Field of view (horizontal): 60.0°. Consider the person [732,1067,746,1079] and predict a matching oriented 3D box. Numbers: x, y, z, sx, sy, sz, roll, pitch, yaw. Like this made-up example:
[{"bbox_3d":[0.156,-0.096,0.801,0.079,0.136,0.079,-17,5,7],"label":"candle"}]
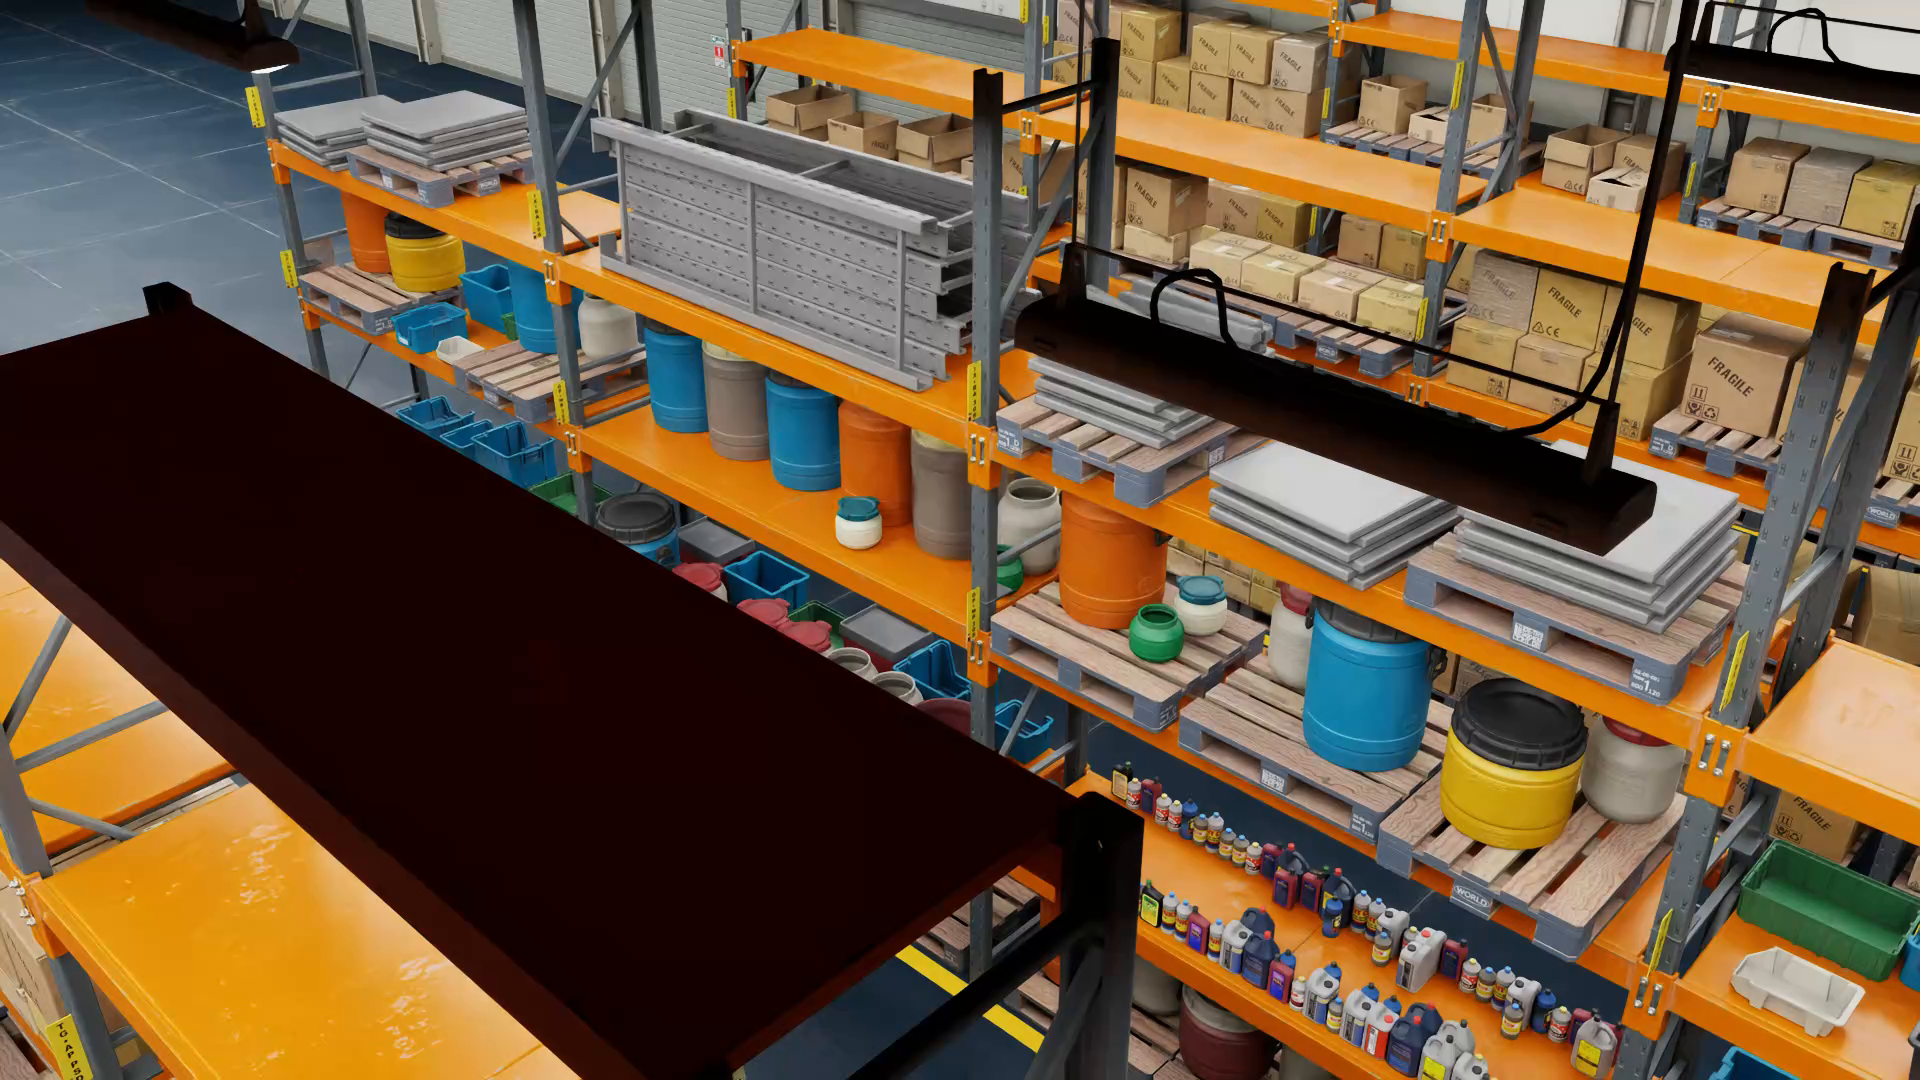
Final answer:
[{"bbox_3d":[-1.386,3.039,9.170,0.494,1.651,0.534,-25,38,-37],"label":"person"}]
